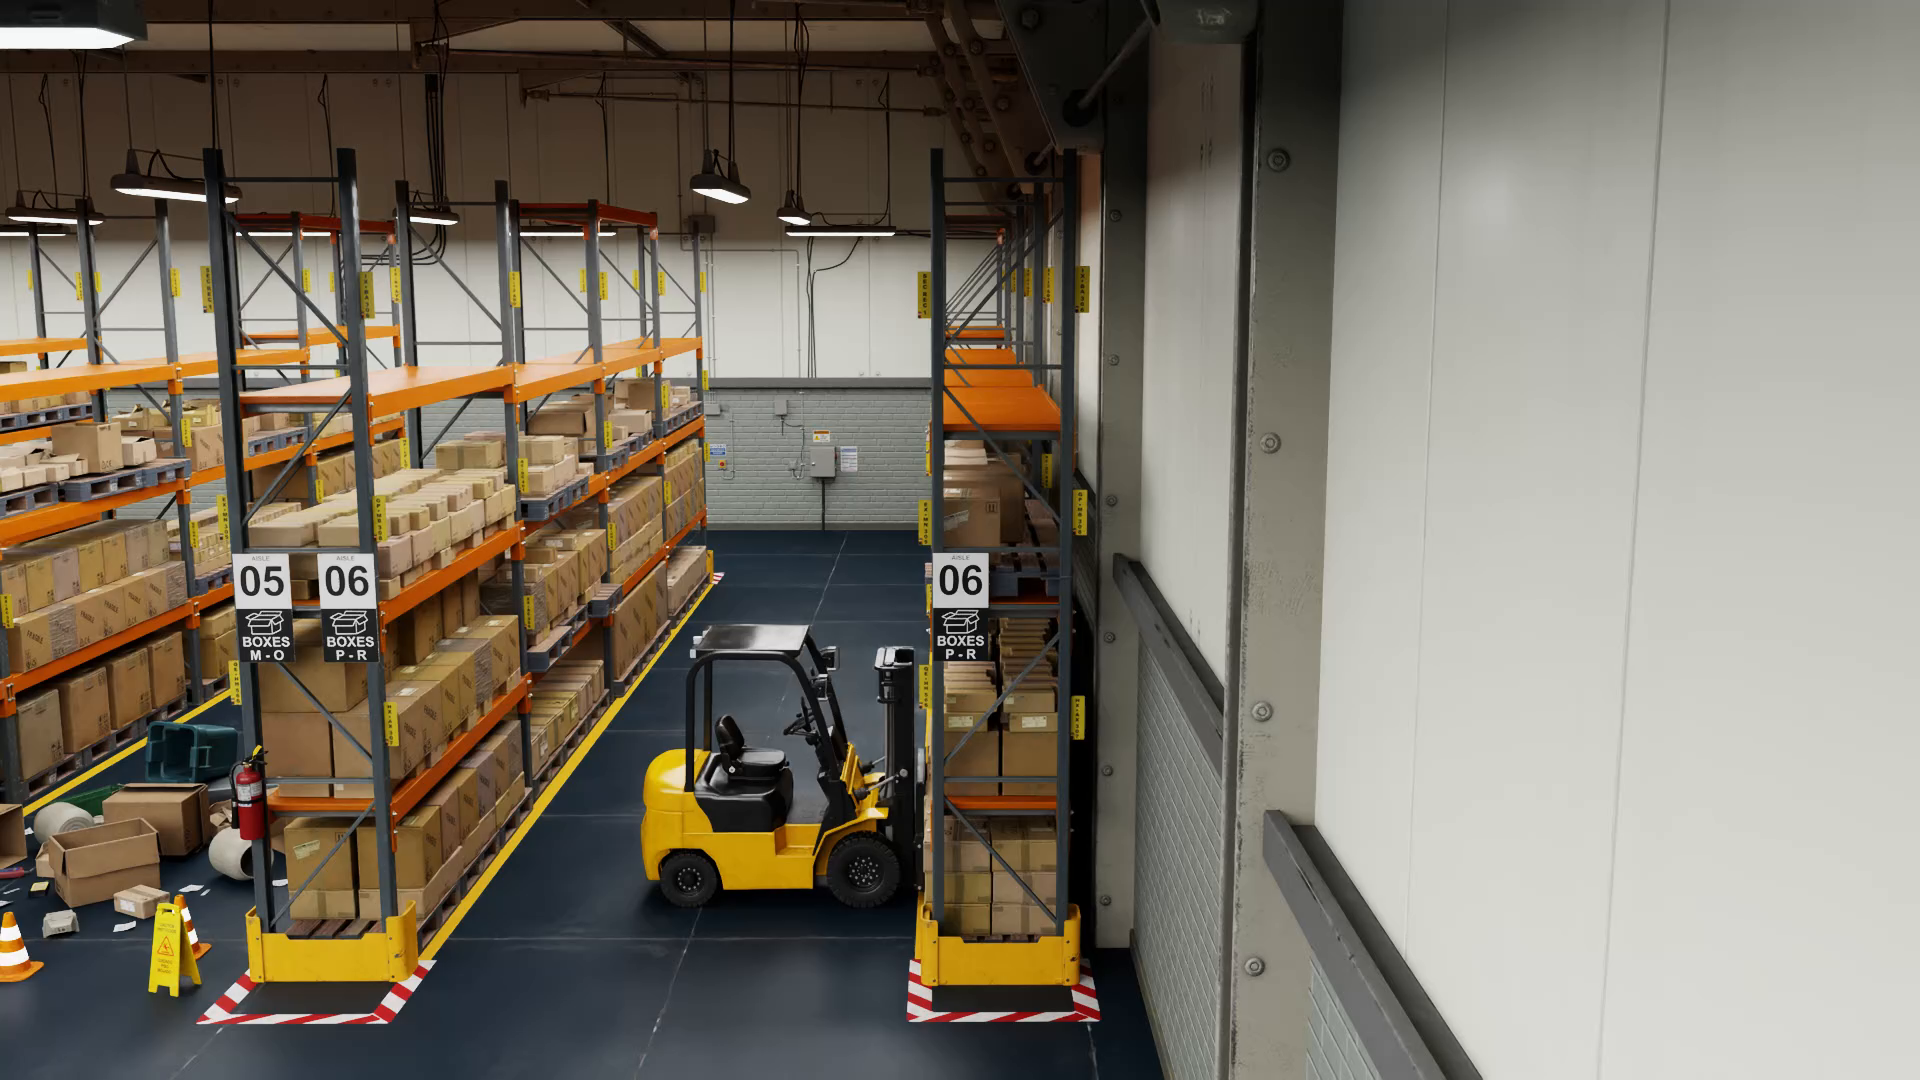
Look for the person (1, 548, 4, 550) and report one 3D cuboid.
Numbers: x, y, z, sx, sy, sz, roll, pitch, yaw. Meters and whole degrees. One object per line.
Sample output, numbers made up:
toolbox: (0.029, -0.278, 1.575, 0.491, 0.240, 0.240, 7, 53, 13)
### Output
person: (-12.229, 0.937, 21.486, 0.654, 1.737, 0.827, -8, 12, -42)
